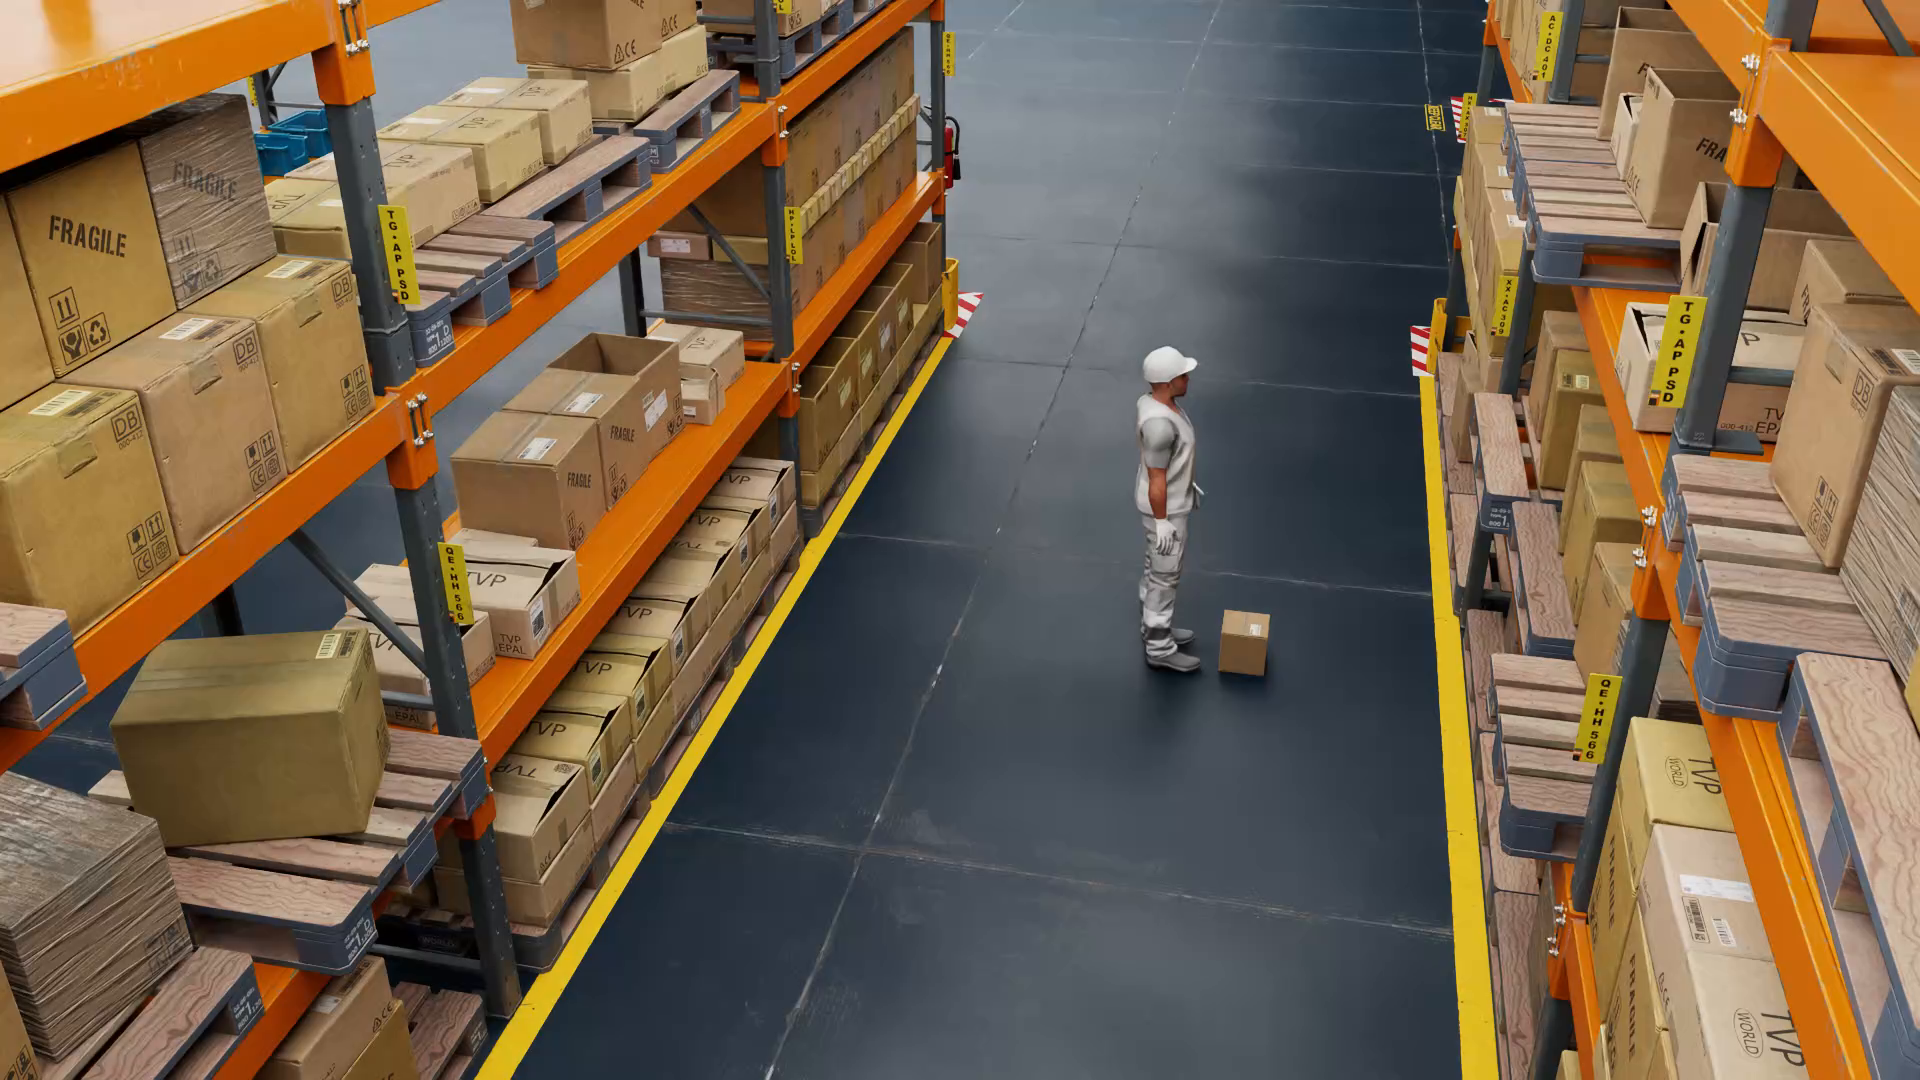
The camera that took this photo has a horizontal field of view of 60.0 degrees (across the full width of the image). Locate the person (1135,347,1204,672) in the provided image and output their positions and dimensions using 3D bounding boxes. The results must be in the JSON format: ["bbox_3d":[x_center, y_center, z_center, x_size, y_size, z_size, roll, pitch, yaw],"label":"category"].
[{"bbox_3d":[1.131,-0.174,8.863,0.428,1.805,0.571,3,29,5],"label":"person"}]
